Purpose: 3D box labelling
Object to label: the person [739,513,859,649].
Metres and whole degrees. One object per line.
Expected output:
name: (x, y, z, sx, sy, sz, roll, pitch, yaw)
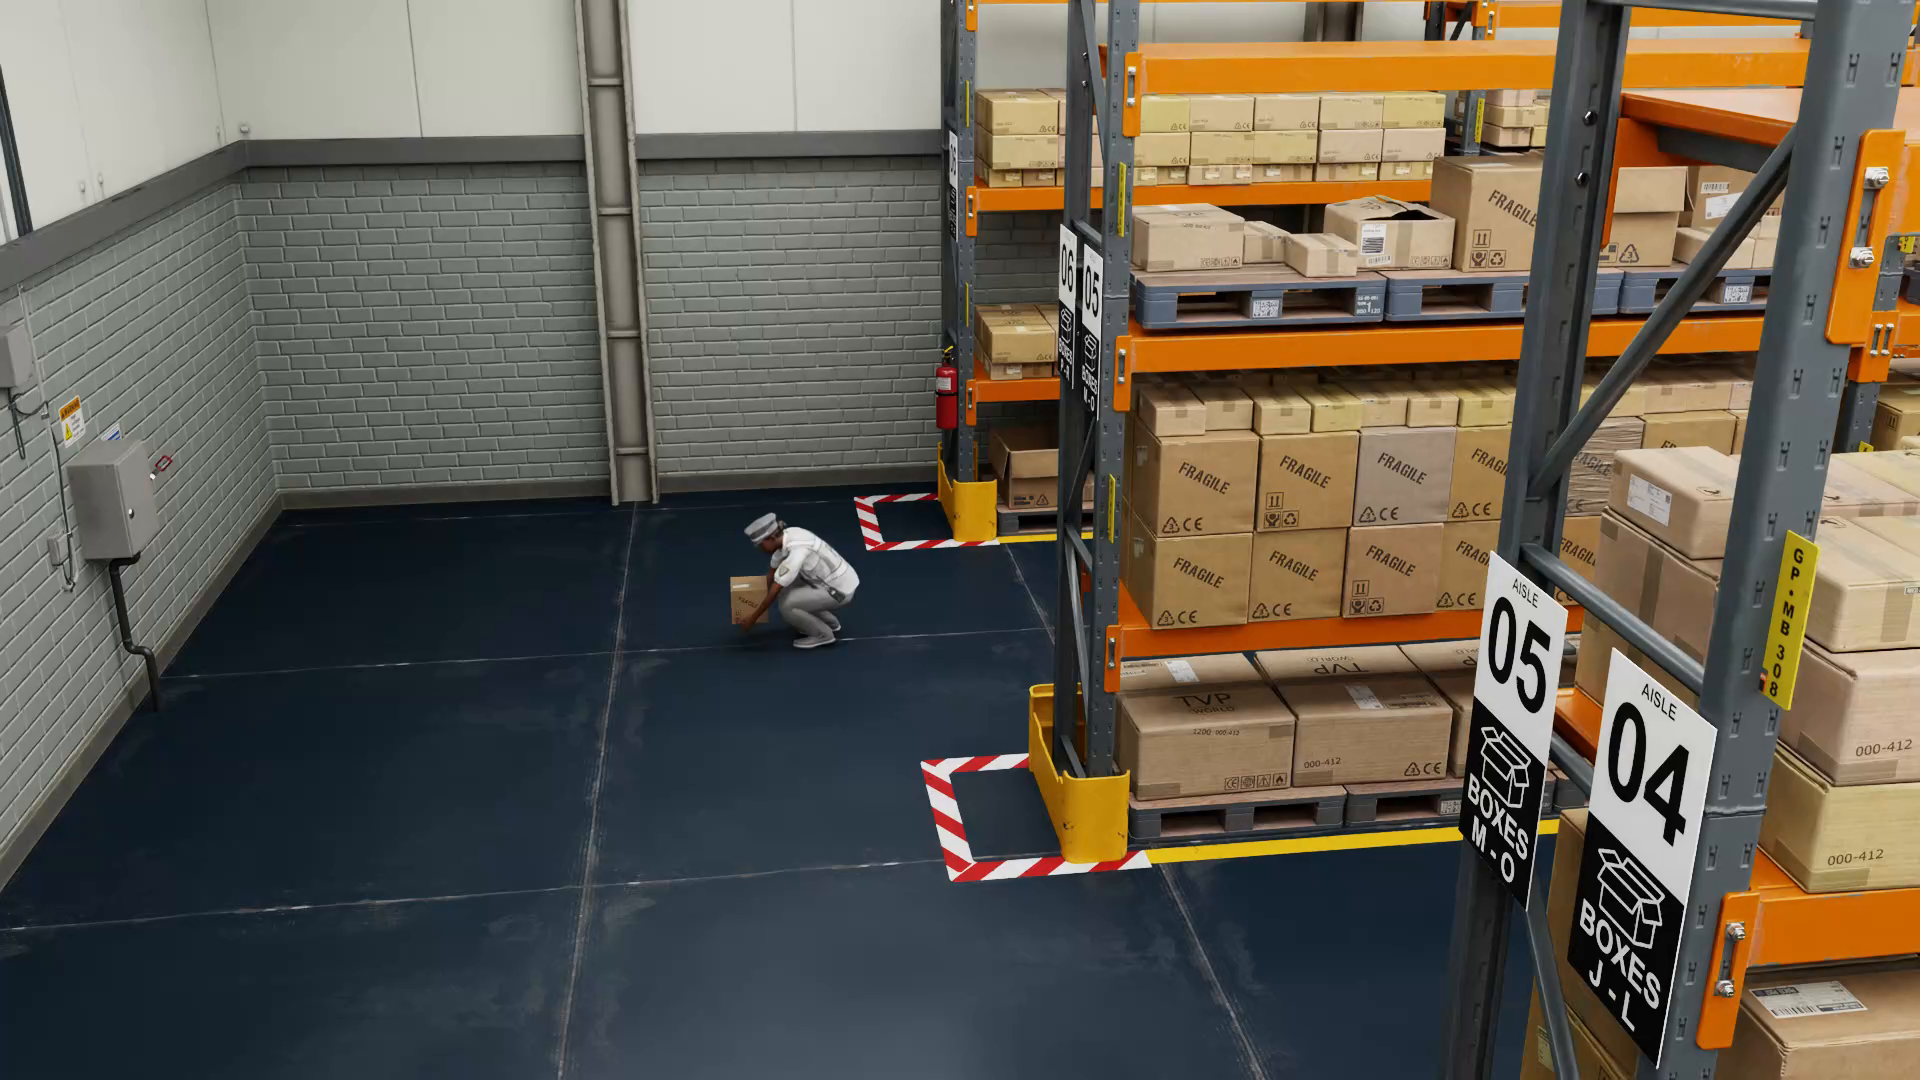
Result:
person: (-1.116, 0.254, 11.426, 0.839, 0.961, 0.485, -3, 20, -8)
